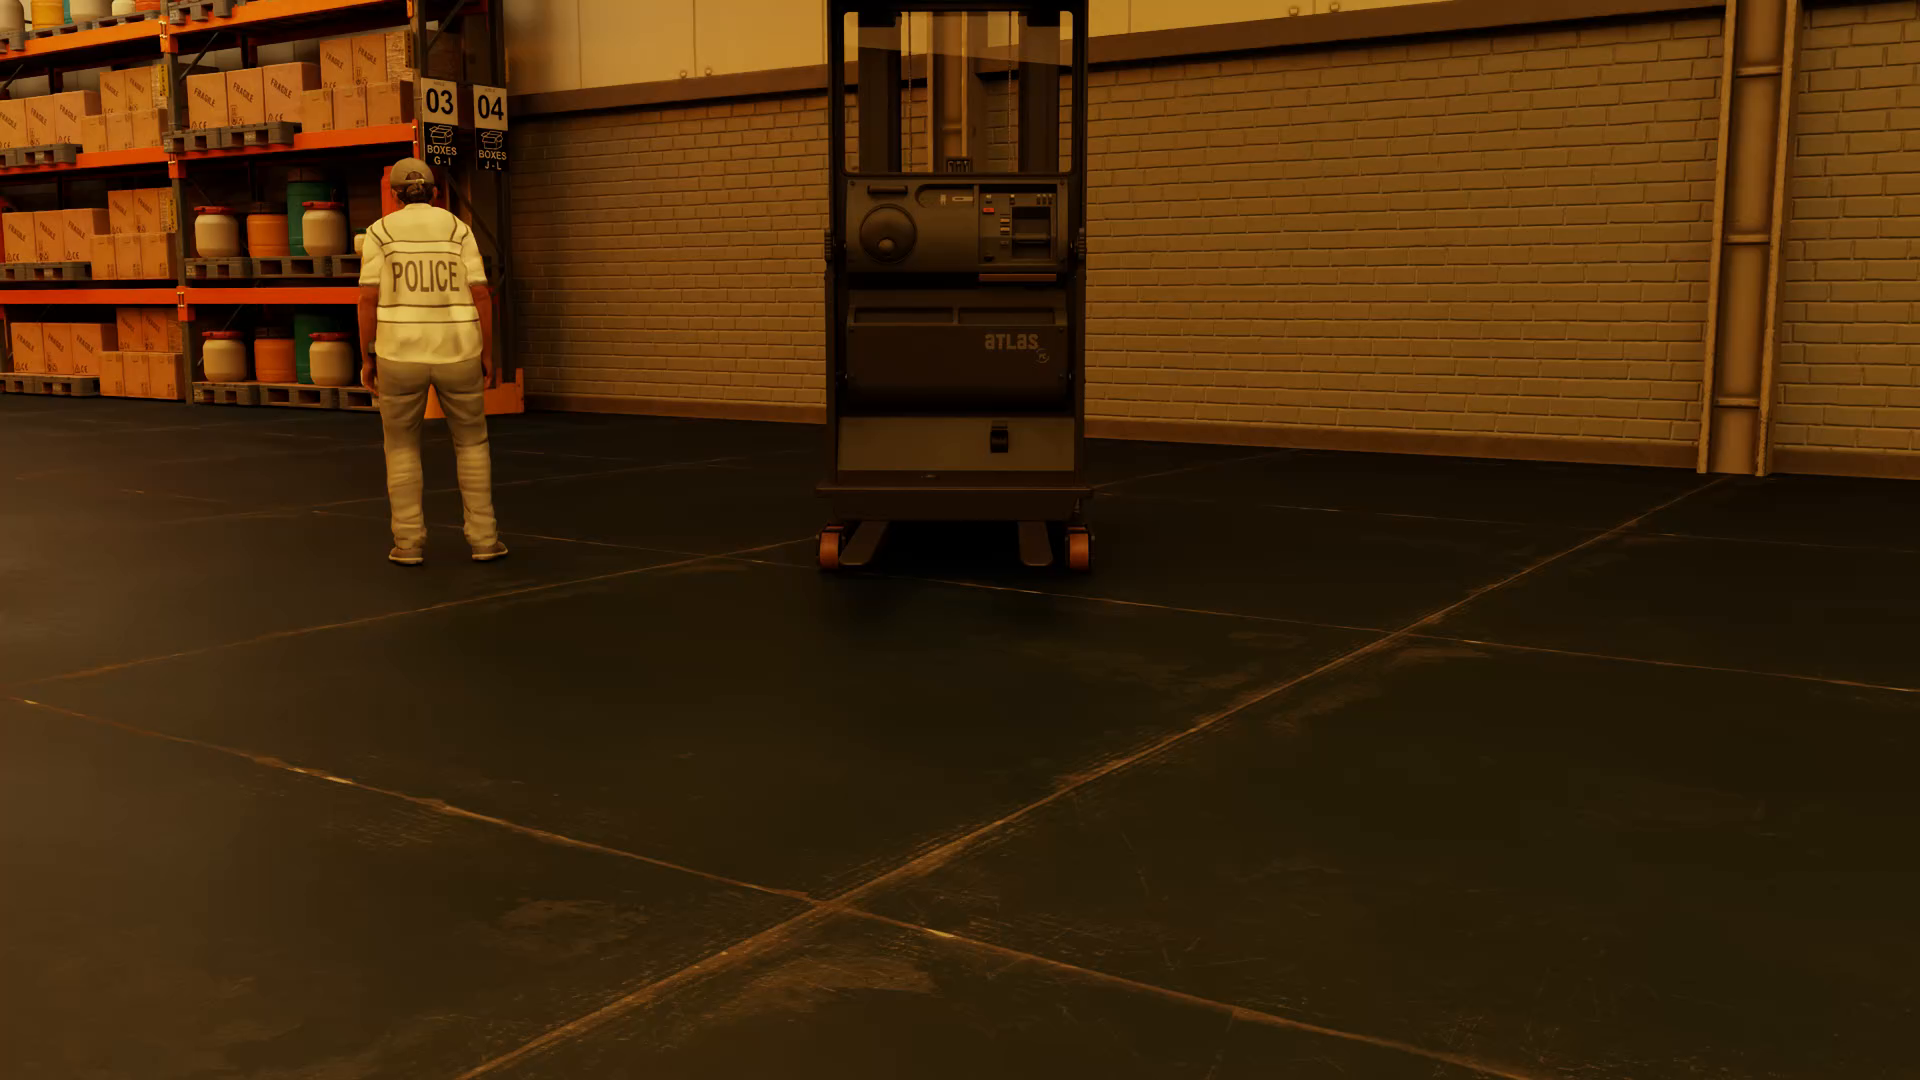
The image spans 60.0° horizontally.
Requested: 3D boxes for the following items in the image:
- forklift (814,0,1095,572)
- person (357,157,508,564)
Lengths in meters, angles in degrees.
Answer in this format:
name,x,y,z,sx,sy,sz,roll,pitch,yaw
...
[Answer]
name,x,y,z,sx,sy,sz,roll,pitch,yaw
forklift,-0.015,-1.362,6.774,1.130,2.935,3.031,0,8,1
person,-2.183,-0.736,6.875,0.564,1.665,0.470,-3,9,-21
